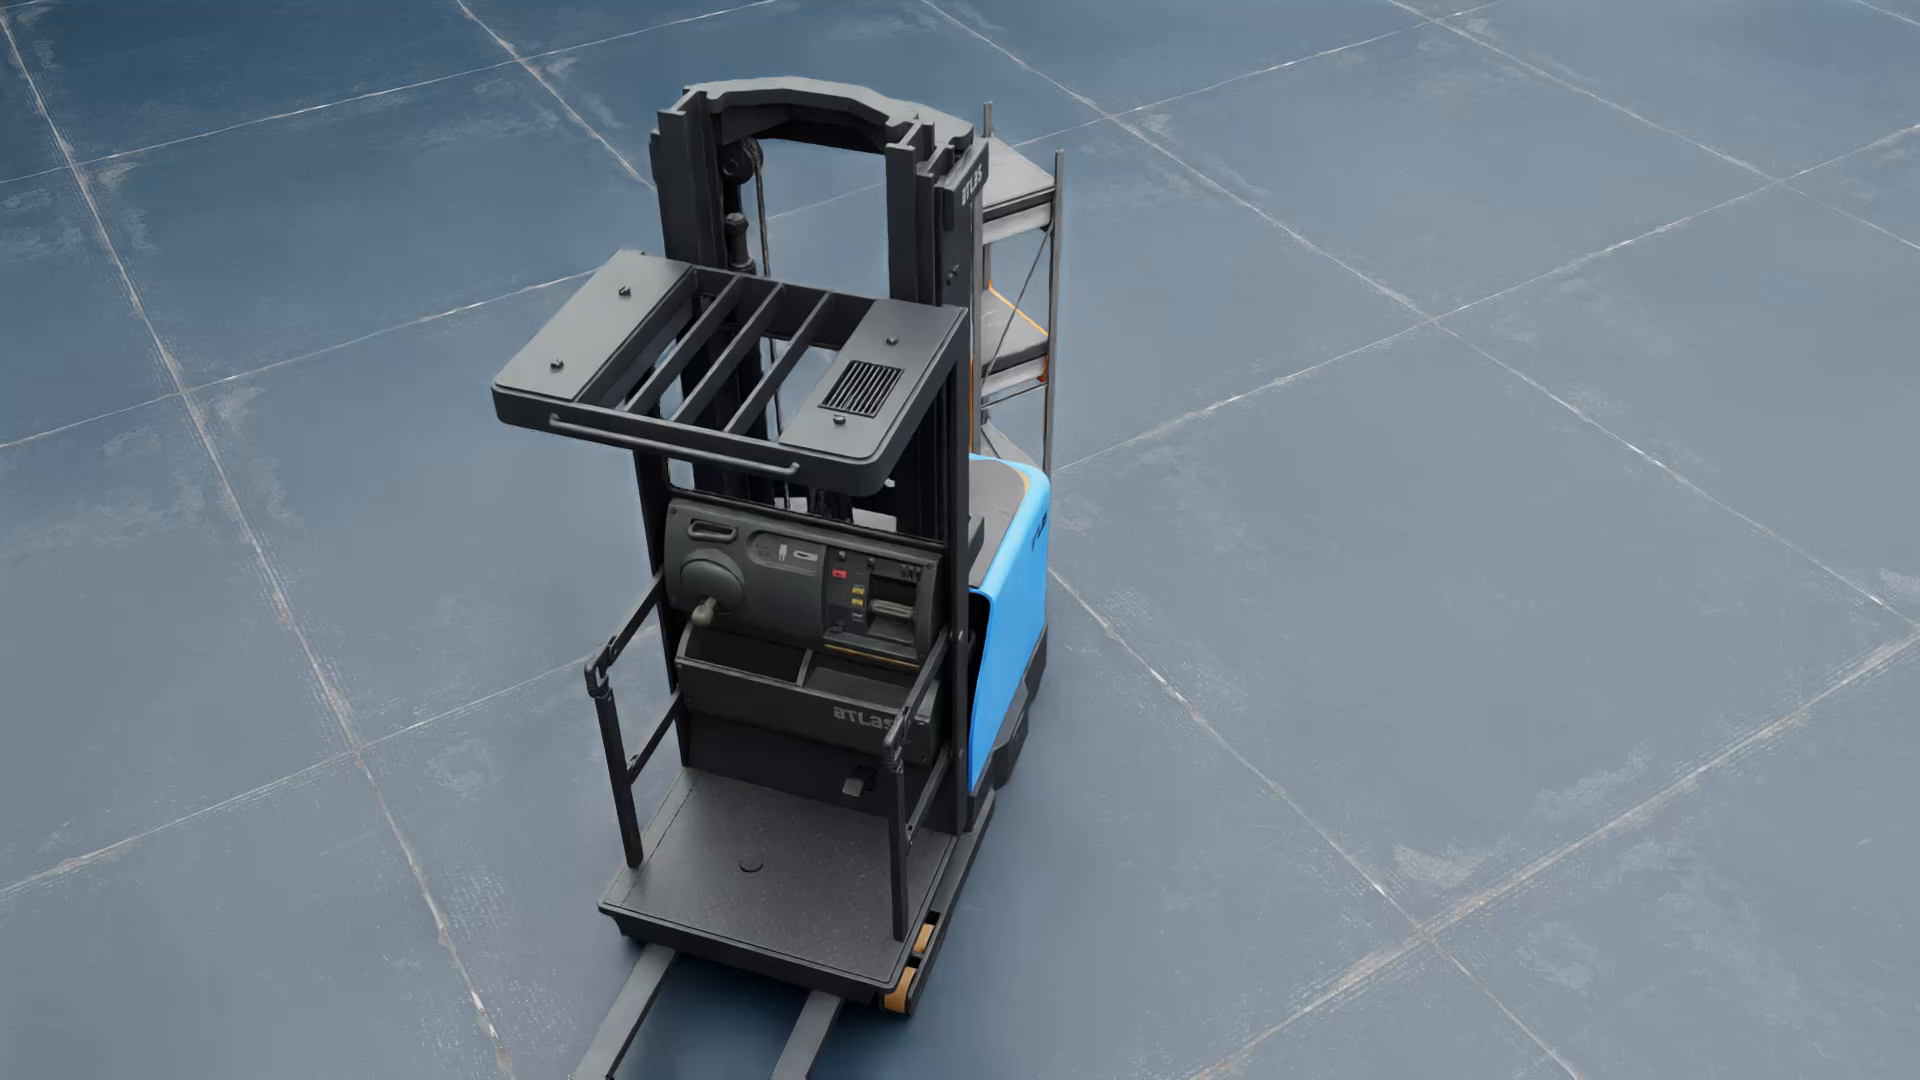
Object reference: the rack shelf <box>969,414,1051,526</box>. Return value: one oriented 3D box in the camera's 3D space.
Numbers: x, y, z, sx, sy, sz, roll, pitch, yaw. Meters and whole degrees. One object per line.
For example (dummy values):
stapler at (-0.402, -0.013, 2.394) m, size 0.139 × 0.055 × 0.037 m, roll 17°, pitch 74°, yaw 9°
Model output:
rack shelf at (0.089, -0.169, 7.427) m, size 0.431 × 0.518 × 0.480 m, roll -22°, pitch 45°, yaw -24°

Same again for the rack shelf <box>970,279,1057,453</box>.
rack shelf at (0.089, -0.707, 6.979) m, size 0.431 × 0.518 × 0.480 m, roll -22°, pitch 45°, yaw -24°

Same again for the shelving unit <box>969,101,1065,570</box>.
shelving unit at (0.089, -0.717, 6.971) m, size 0.431 × 2.100 × 0.503 m, roll -22°, pitch 45°, yaw -24°

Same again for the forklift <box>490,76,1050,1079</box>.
forklift at (-0.585, 0.219, 5.197) m, size 1.130 × 2.935 × 3.031 m, roll 12°, pitch 41°, yaw 14°

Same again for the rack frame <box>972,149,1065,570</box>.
rack frame at (0.220, -0.586, 6.813) m, size 0.400 × 2.100 × 0.015 m, roll -22°, pitch 45°, yaw -24°

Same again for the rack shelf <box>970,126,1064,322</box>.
rack shelf at (0.089, -1.245, 6.531) m, size 0.431 × 0.518 × 0.480 m, roll -22°, pitch 45°, yaw -24°

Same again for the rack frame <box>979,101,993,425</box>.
rack frame at (-0.042, -0.849, 7.129) m, size 0.400 × 2.100 × 0.015 m, roll -22°, pitch 45°, yaw -24°
